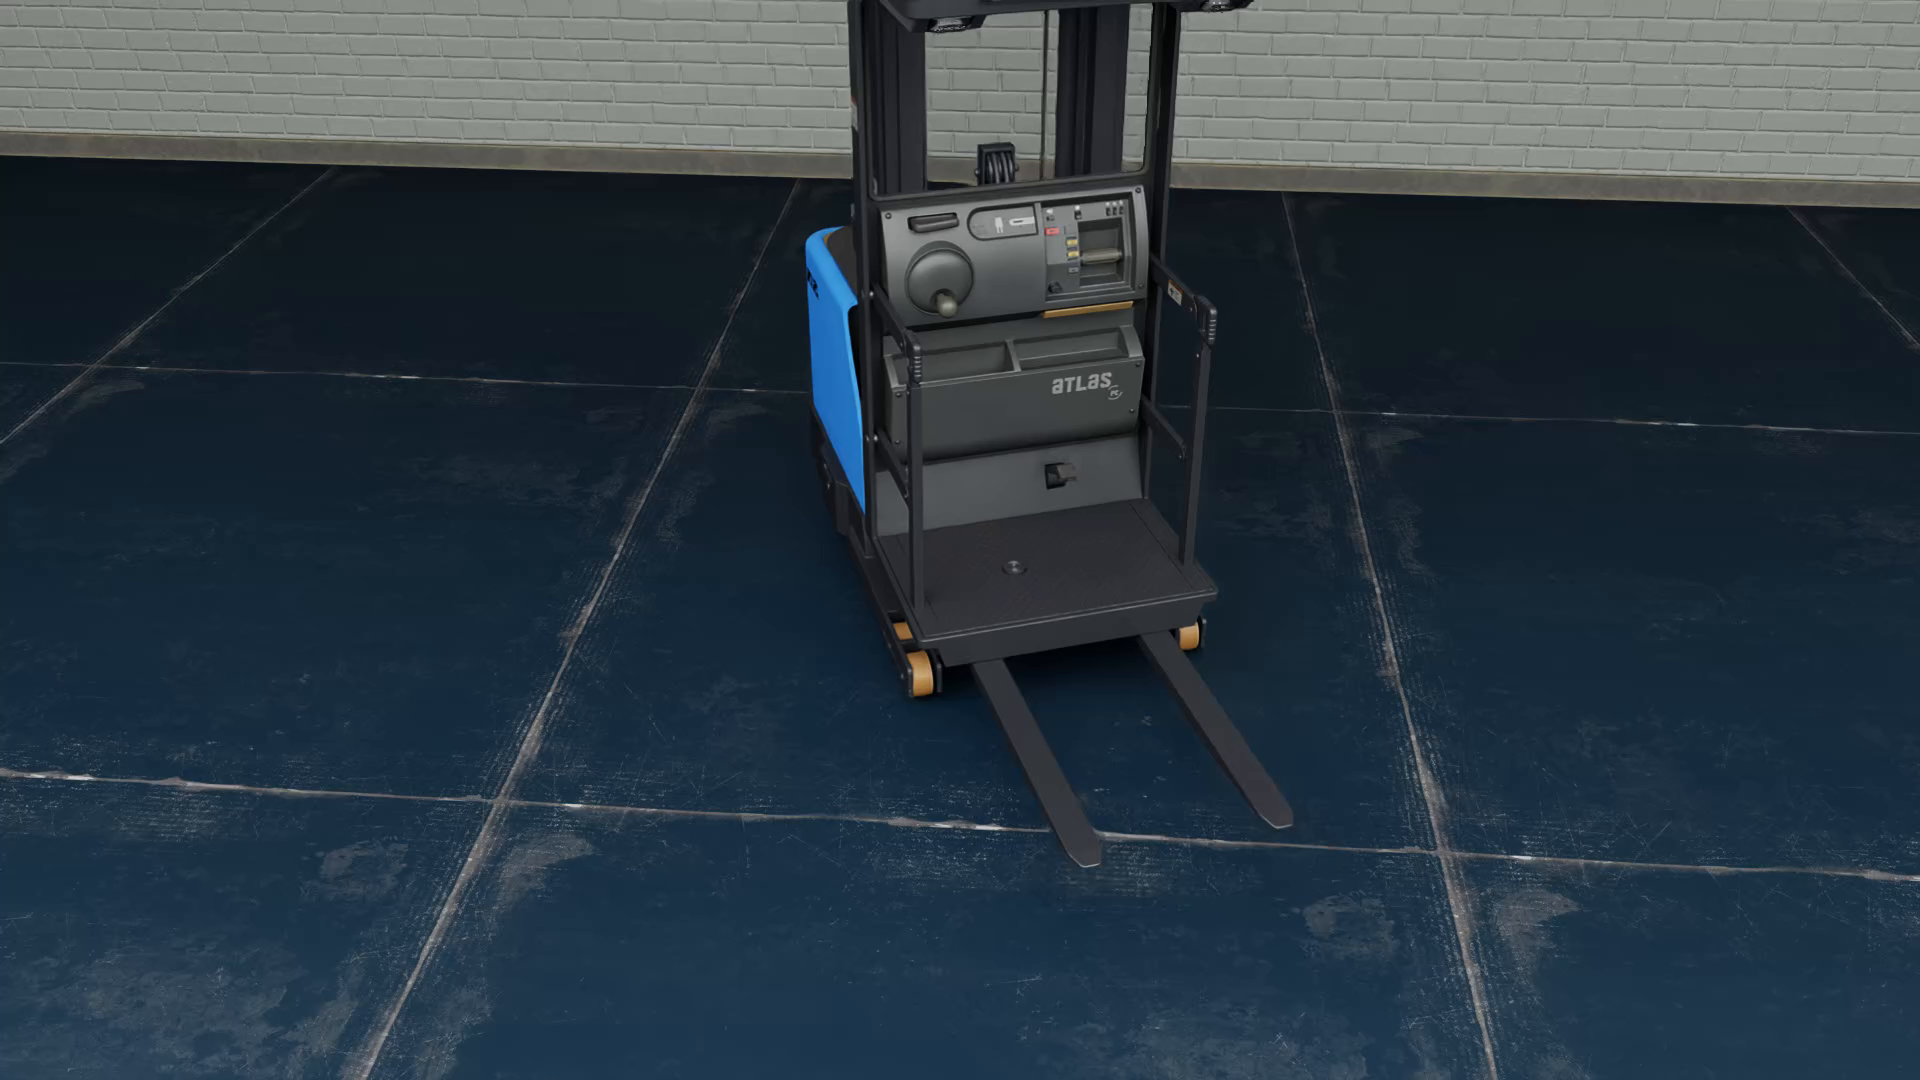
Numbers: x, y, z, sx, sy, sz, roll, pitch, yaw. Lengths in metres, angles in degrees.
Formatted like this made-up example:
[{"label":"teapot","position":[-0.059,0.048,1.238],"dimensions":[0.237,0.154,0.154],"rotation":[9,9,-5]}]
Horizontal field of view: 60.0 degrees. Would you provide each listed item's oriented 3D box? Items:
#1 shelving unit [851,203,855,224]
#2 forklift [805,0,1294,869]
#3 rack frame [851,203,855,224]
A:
[{"label":"shelving unit","position":[-0.334,-0.934,7.265],"dimensions":[0.215,1.050,0.252],"rotation":[-9,33,-14]},{"label":"forklift","position":[0.255,-0.924,5.456],"dimensions":[1.130,2.935,3.031],"rotation":[-9,33,-14]},{"label":"rack frame","position":[-0.368,-0.996,7.365],"dimensions":[0.200,1.050,0.008],"rotation":[-9,33,-14]}]
